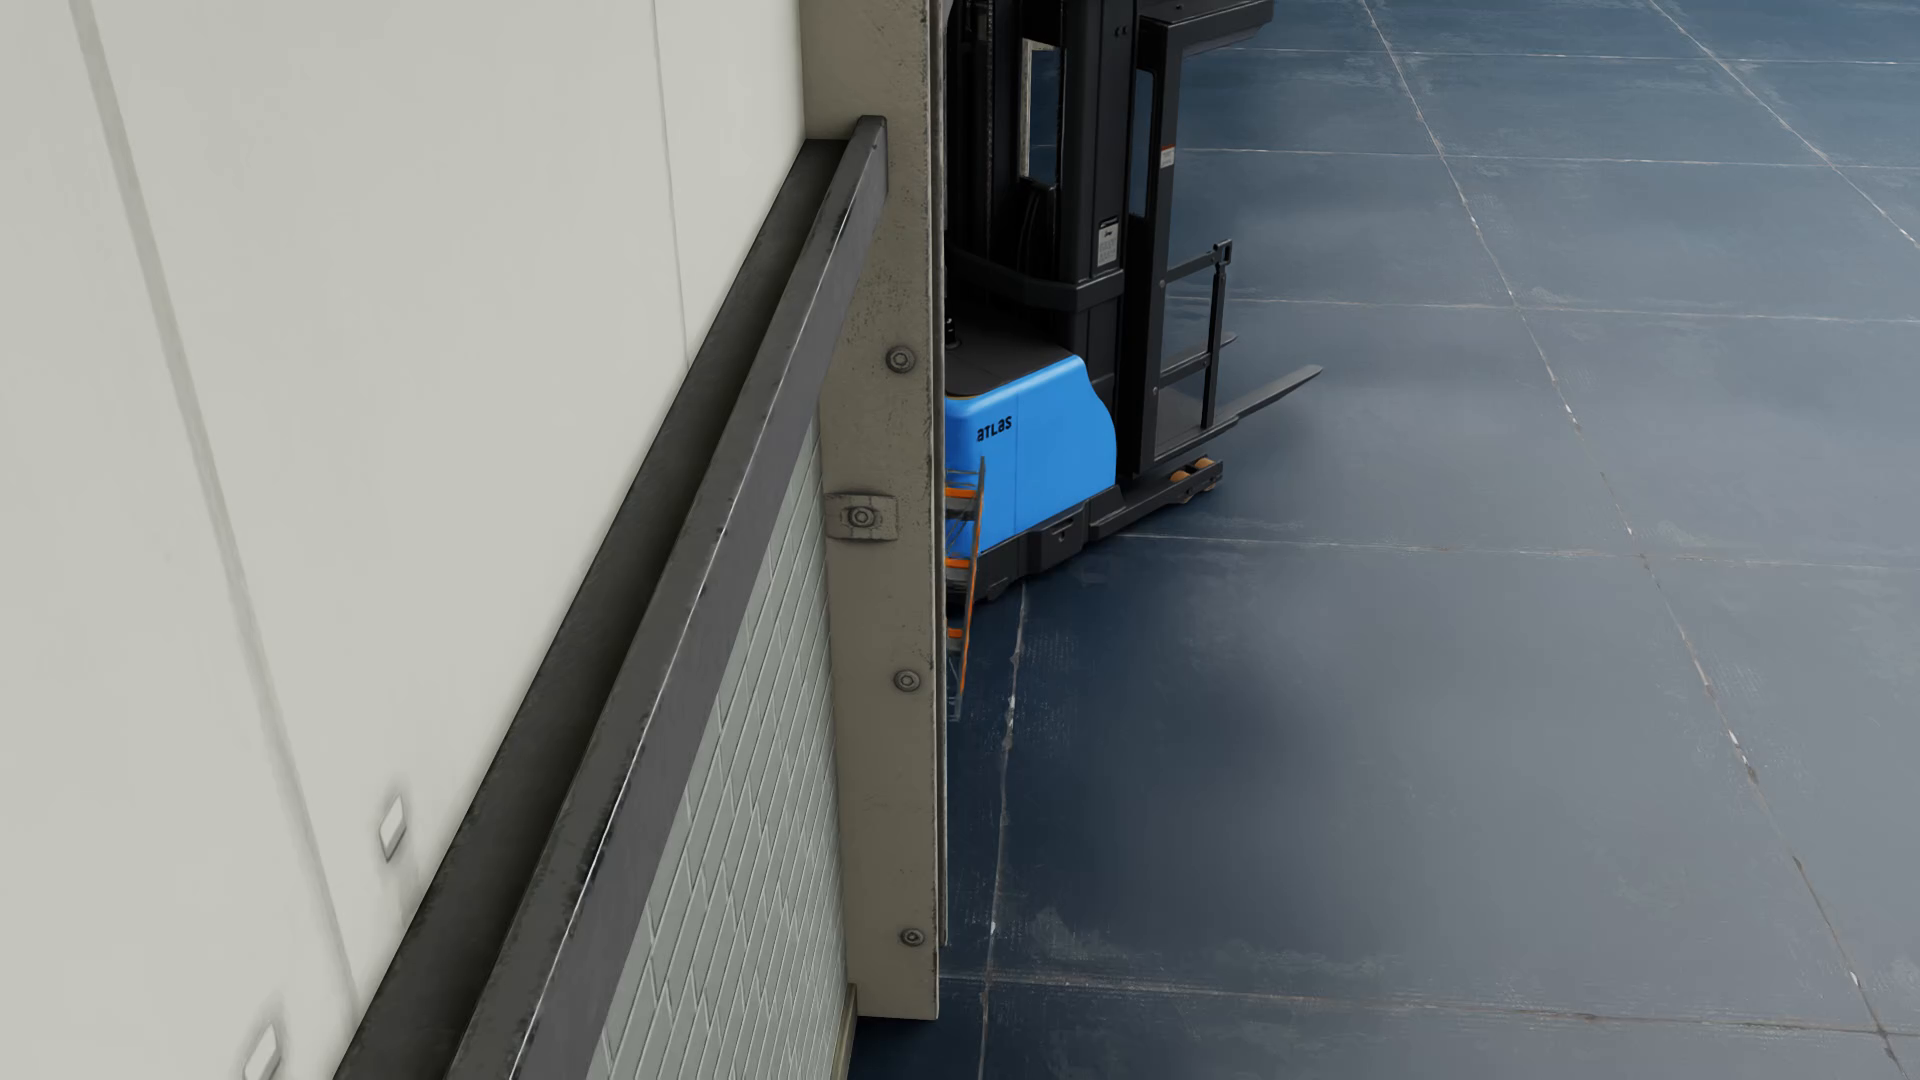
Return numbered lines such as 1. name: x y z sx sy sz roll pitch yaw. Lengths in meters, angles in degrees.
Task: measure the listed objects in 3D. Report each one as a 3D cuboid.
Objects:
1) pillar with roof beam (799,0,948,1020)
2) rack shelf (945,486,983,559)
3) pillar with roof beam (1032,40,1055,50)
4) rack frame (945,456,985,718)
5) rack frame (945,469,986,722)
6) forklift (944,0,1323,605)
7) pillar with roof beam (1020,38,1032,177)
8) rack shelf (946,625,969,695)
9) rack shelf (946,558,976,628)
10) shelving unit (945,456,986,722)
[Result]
1. pillar with roof beam: 4.076 -2.135 3.137 9.100 9.000 0.400 2 32 4
2. rack shelf: -0.022 -0.077 6.754 0.215 0.259 0.240 6 -10 3
3. pillar with roof beam: 5.053 -8.410 13.319 9.100 9.000 0.400 2 32 4
4. rack frame: -0.053 0.170 6.588 0.200 1.050 0.008 6 -10 3
5. rack frame: -0.047 0.211 6.828 0.200 1.050 0.008 6 -10 3
6. forklift: 0.730 -1.612 8.072 3.031 2.935 1.130 -27 40 -36
7. pillar with roof beam: 4.565 -5.273 8.228 9.100 9.000 0.400 2 32 4
8. rack shelf: -0.080 0.473 6.660 0.215 0.259 0.240 6 -10 3
9. rack shelf: -0.051 0.201 6.706 0.215 0.259 0.240 6 -10 3
10. shelving unit: -0.050 0.191 6.708 0.215 1.050 0.252 6 -10 3
